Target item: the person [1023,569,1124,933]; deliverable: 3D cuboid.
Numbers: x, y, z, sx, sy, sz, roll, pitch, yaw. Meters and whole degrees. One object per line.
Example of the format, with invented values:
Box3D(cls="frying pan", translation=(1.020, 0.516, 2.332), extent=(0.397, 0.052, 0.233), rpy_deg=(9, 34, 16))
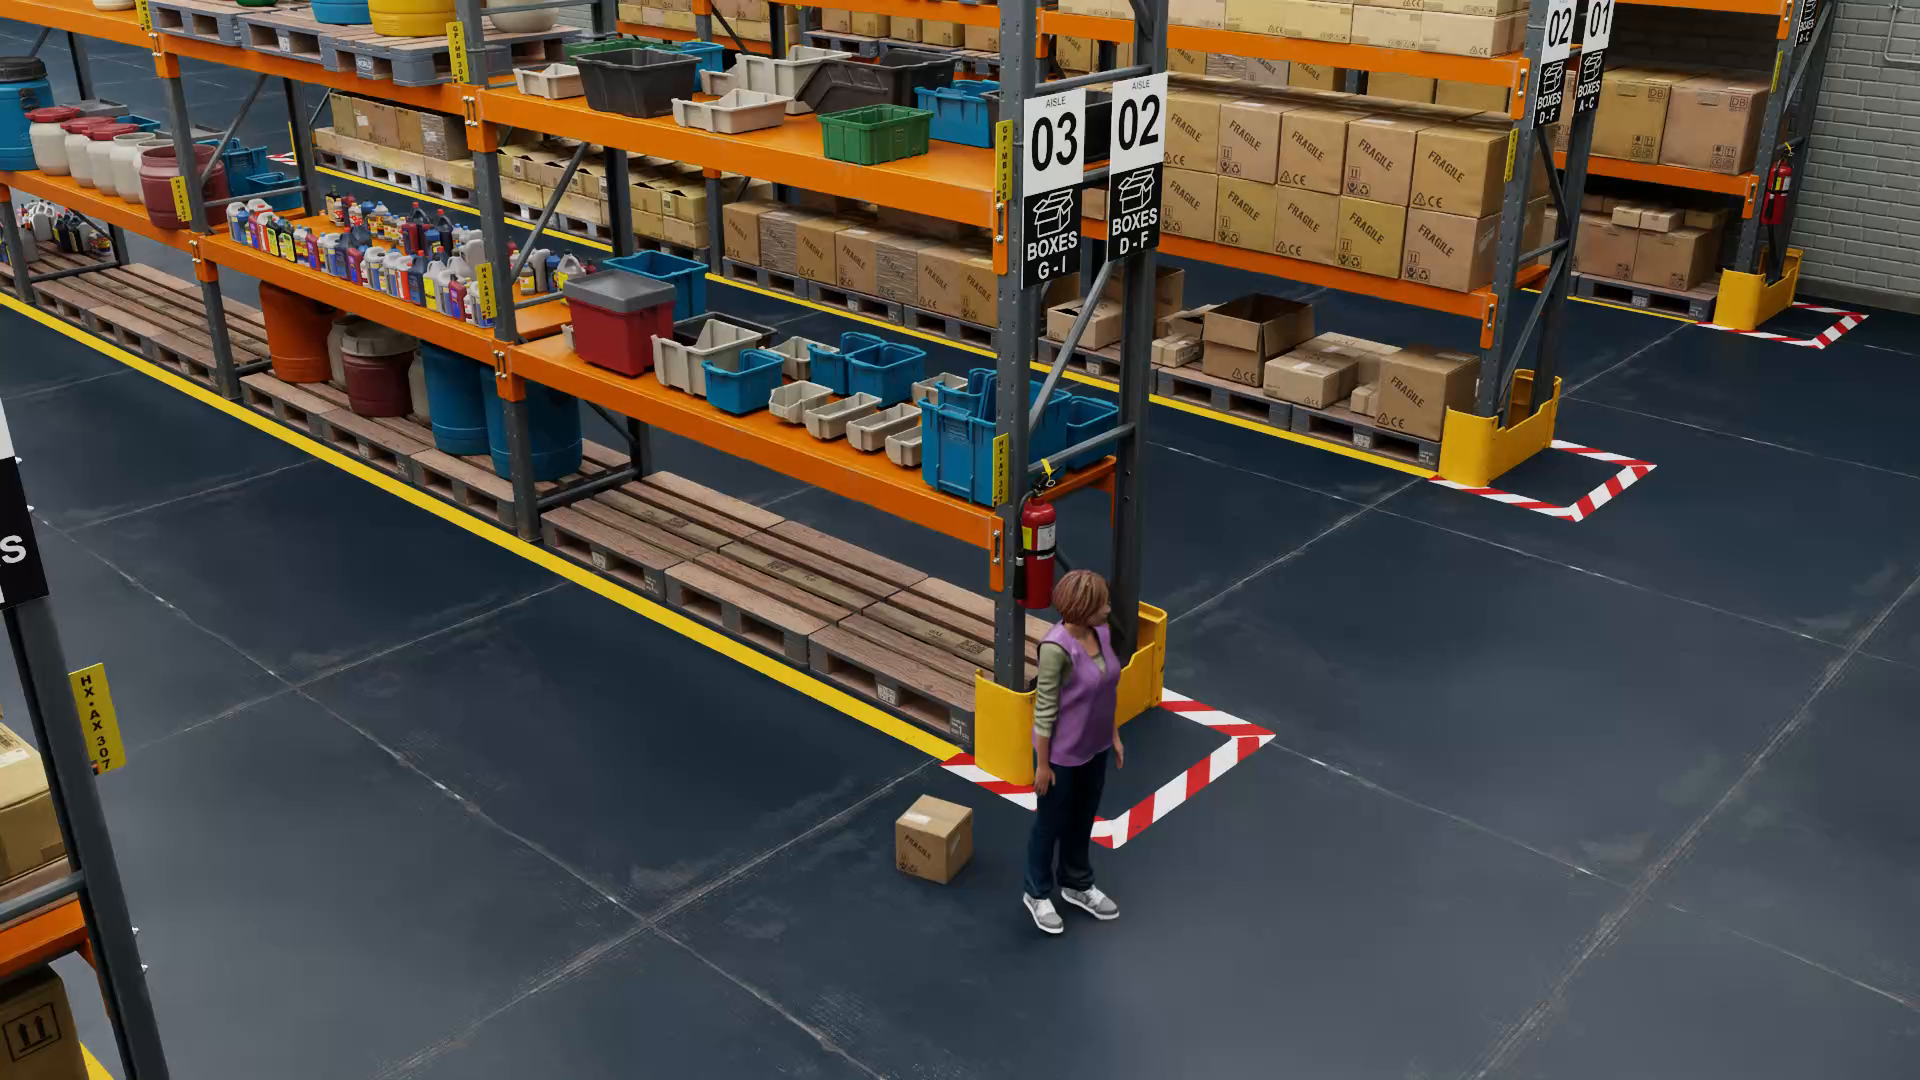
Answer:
Box3D(cls="person", translation=(0.452, 0.850, 6.703), extent=(0.355, 1.613, 0.429), rpy_deg=(21, 32, 39))
